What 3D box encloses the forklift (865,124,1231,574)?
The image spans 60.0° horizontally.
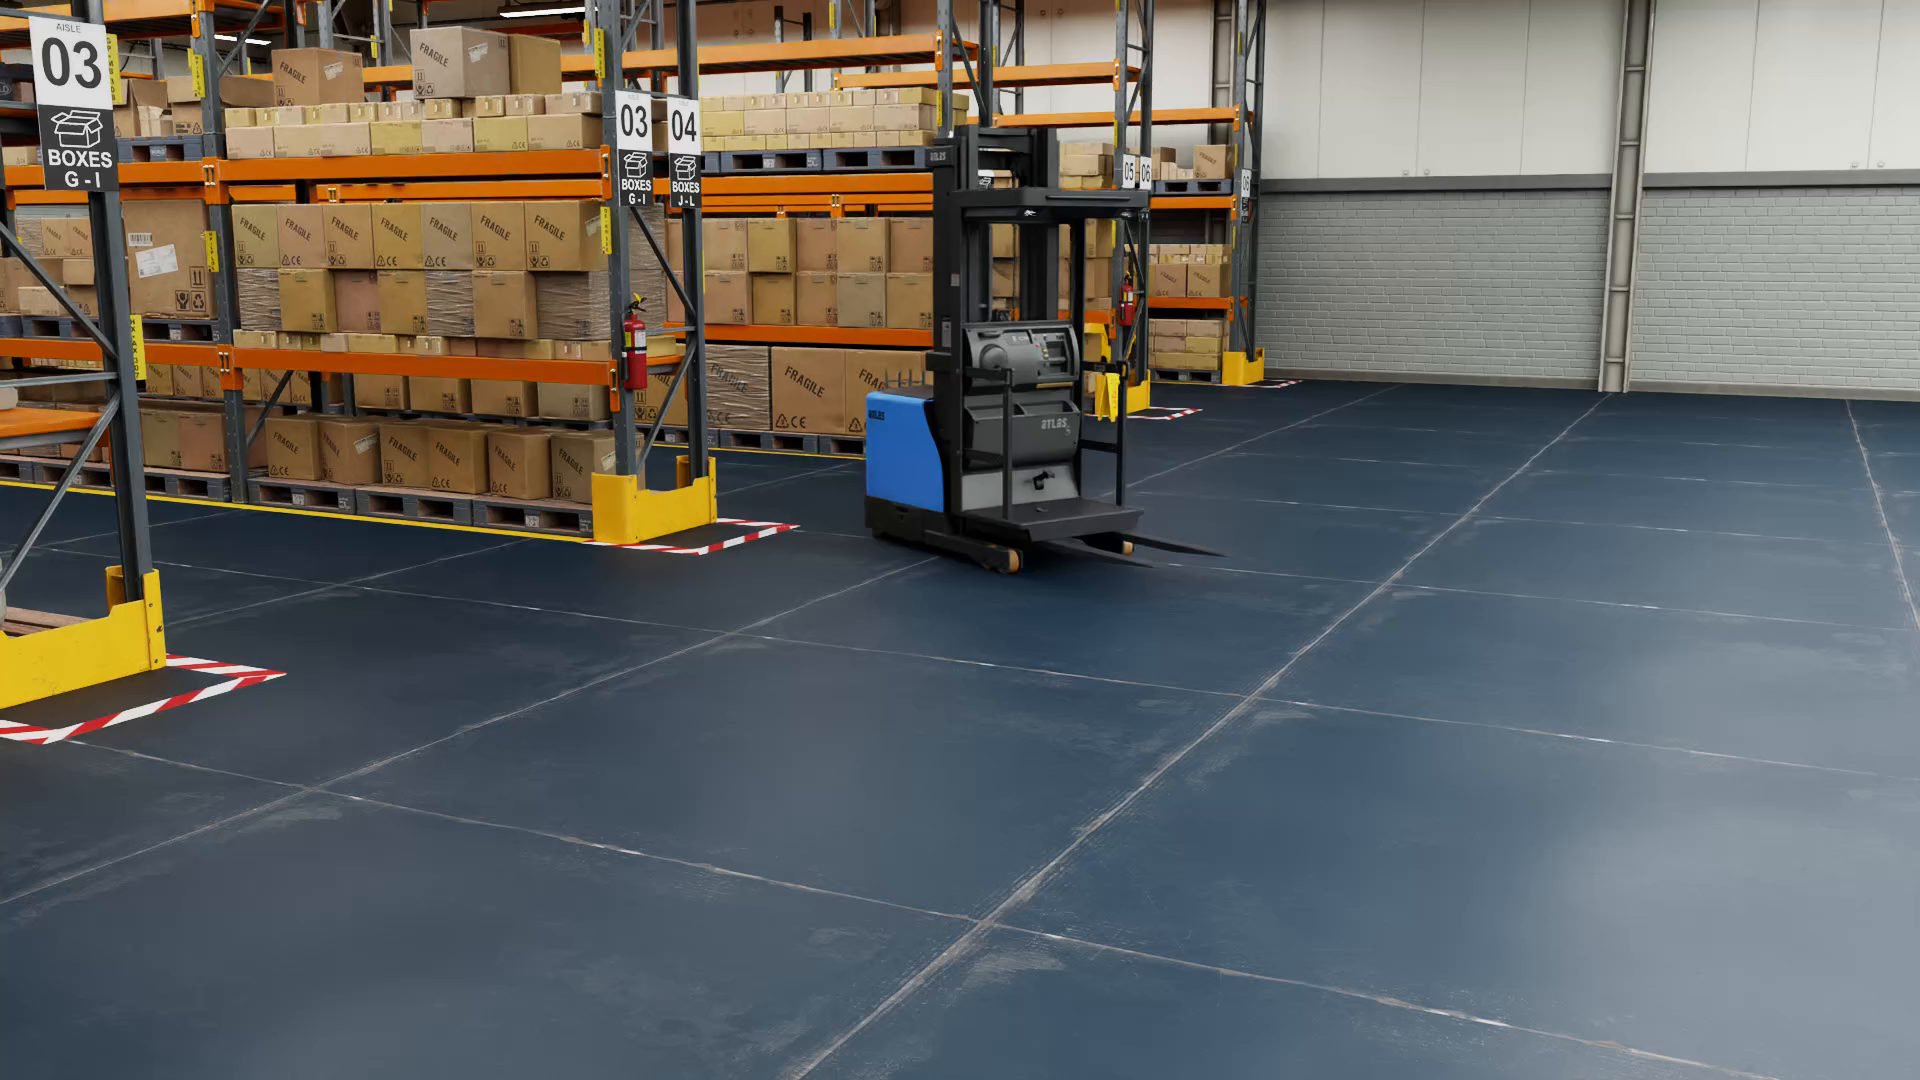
[{"bbox_3d":[0.558,-1.315,11.267,1.130,2.935,3.031,-7,13,-35],"label":"forklift"}]

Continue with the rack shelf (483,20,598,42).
[{"bbox_3d":[-8.205,-9.253,30.774,4.000,0.370,1.077,5,11,26],"label":"rack shelf"}]

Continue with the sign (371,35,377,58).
[{"bbox_3d":[-8.872,-7.471,25.177,0.005,0.325,0.100,5,11,26],"label":"sign"}]

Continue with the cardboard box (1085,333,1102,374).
[{"bbox_3d":[1.535,-2.455,21.809,0.500,0.500,0.500,5,11,24],"label":"cardboard box"}]

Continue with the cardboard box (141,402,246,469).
[{"bbox_3d":[-6.775,-0.934,14.753,0.500,0.500,0.700,5,11,25],"label":"cardboard box"}]

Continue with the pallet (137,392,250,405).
[{"bbox_3d":[-10.005,-1.837,21.786,1.213,0.211,1.003,5,11,26],"label":"pallet"}]

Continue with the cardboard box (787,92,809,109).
[{"bbox_3d":[-1.535,-4.398,16.690,0.250,0.149,0.380,5,11,25],"label":"cardboard box"}]

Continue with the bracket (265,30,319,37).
[{"bbox_3d":[-15.052,-10.453,34.609,5.218,0.066,0.076,5,11,26],"label":"bracket"}]

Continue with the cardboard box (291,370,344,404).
[{"bbox_3d":[-7.822,-1.942,20.375,0.500,0.500,0.500,5,11,26],"label":"cardboard box"}]

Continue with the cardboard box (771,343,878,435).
[{"bbox_3d":[-1.370,-1.597,17.421,0.875,0.875,0.875,5,11,25],"label":"cardboard box"}]

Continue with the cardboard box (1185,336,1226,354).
[{"bbox_3d":[3.775,-3.004,25.544,0.500,0.250,0.500,5,11,25],"label":"cardboard box"}]

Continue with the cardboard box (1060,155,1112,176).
[{"bbox_3d":[1.579,-4.669,20.767,0.500,0.250,0.500,5,11,25],"label":"cardboard box"}]

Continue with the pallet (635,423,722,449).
[{"bbox_3d":[-2.882,-1.195,18.240,1.213,0.211,1.003,5,11,26],"label":"pallet"}]

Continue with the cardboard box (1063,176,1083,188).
[{"bbox_3d":[1.476,-4.473,20.806,0.250,0.149,0.380,5,11,26],"label":"cardboard box"}]

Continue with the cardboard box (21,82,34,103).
[{"bbox_3d":[-8.187,-3.785,14.612,0.500,0.500,0.500,5,11,24],"label":"cardboard box"}]

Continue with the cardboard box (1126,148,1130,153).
[{"bbox_3d":[2.464,-5.843,25.922,0.637,0.503,0.797,5,12,28],"label":"cardboard box"}]

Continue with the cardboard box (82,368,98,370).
[{"bbox_3d":[-11.375,-2.214,22.029,0.250,0.149,0.380,4,11,23],"label":"cardboard box"}]

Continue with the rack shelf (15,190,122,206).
[{"bbox_3d":[-12.497,-4.550,22.543,4.000,0.370,1.077,5,11,26],"label":"rack shelf"}]

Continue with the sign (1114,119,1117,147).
[{"bbox_3d":[1.894,-4.948,20.236,0.005,0.325,0.100,5,11,26],"label":"sign"}]

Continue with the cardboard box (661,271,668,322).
[{"bbox_3d":[-3.193,-2.686,18.229,0.550,0.550,0.875,5,11,26],"label":"cardboard box"}]

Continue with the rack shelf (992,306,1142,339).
[{"bbox_3d":[0.364,-2.927,21.998,4.000,0.370,1.077,5,11,26],"label":"rack shelf"}]

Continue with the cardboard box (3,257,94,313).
[{"bbox_3d":[-8.355,-2.362,15.400,0.500,0.500,0.700,7,12,34],"label":"cardboard box"}]

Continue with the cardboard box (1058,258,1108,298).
[{"bbox_3d":[1.549,-3.317,21.021,0.500,0.500,0.500,5,11,25],"label":"cardboard box"}]

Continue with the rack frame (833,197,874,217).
[{"bbox_3d":[-1.430,-3.438,22.804,0.127,3.000,1.000,5,11,26],"label":"rack frame"}]

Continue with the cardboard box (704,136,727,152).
[{"bbox_3d":[-2.440,-4.085,17.201,0.250,0.149,0.380,5,11,25],"label":"cardboard box"}]

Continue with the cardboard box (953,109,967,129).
[{"bbox_3d":[-0.261,-4.208,16.761,0.500,0.250,0.500,5,11,26],"label":"cardboard box"}]

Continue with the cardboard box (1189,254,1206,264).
[{"bbox_3d":[3.673,-4.282,25.367,0.250,0.149,0.380,5,12,27],"label":"cardboard box"}]

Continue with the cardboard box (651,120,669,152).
[{"bbox_3d":[-2.545,-3.022,12.502,0.500,0.250,0.500,5,12,28],"label":"cardboard box"}]

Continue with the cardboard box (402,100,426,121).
[{"bbox_3d":[-4.003,-3.243,12.607,0.250,0.149,0.380,4,11,23],"label":"cardboard box"}]

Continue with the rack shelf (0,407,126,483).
[{"bbox_3d":[-6.213,-0.553,8.882,4.000,0.370,1.077,5,11,26],"label":"rack shelf"}]

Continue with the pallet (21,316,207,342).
[{"bbox_3d":[-7.608,-1.927,14.992,1.213,0.211,1.003,5,11,26],"label":"pallet"}]

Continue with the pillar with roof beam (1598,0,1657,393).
[{"bbox_3d":[7.601,-5.906,19.597,0.400,9.000,9.100,5,11,26],"label":"pillar with roof beam"}]

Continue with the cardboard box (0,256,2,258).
[{"bbox_3d":[-12.626,-3.583,22.491,0.500,0.500,0.500,5,11,24],"label":"cardboard box"}]

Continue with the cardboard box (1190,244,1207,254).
[{"bbox_3d":[3.701,-4.440,25.401,0.250,0.149,0.380,5,11,26],"label":"cardboard box"}]

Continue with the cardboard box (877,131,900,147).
[{"bbox_3d":[-0.616,-3.925,16.316,0.250,0.149,0.380,5,11,26],"label":"cardboard box"}]

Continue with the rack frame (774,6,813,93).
[{"bbox_3d":[-2.824,-7.498,28.393,0.127,3.000,1.000,5,11,26],"label":"rack frame"}]

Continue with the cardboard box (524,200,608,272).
[{"bbox_3d":[-2.830,-2.232,12.215,0.500,0.500,0.500,5,11,26],"label":"cardboard box"}]

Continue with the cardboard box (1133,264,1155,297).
[{"bbox_3d":[2.872,-4.045,25.875,0.500,0.500,0.500,5,11,25],"label":"cardboard box"}]

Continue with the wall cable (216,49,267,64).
[{"bbox_3d":[-14.493,-11.515,34.968,0.133,3.039,2.988,5,11,26],"label":"wall cable"}]

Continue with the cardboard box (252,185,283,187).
[{"bbox_3d":[-8.195,-4.522,20.088,0.500,0.500,0.500,5,11,26],"label":"cardboard box"}]

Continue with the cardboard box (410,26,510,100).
[{"bbox_3d":[-3.729,-3.540,12.422,0.500,0.500,0.500,5,11,26],"label":"cardboard box"}]

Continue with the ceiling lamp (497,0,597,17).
[{"bbox_3d":[-6.632,-10.269,27.311,2.000,3.185,0.800,5,11,26],"label":"ceiling lamp"}]

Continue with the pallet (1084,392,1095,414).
[{"bbox_3d":[1.376,-1.826,21.729,1.213,0.211,1.003,5,11,26],"label":"pallet"}]

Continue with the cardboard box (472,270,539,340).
[{"bbox_3d":[-3.210,-1.804,12.658,0.500,0.500,0.875,5,11,26],"label":"cardboard box"}]

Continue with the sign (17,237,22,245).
[{"bbox_3d":[-9.170,-2.789,16.188,0.005,0.325,0.100,5,11,26],"label":"sign"}]

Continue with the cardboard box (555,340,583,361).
[{"bbox_3d":[-2.798,-1.426,12.391,0.250,0.149,0.380,5,11,26],"label":"cardboard box"}]

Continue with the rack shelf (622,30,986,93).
[{"bbox_3d":[-1.736,-4.883,17.087,4.000,0.370,1.077,5,11,26],"label":"rack shelf"}]

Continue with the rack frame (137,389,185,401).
[{"bbox_3d":[-10.704,-3.270,21.875,0.127,3.000,1.000,5,11,26],"label":"rack frame"}]

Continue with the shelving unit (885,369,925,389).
[{"bbox_3d":[-0.416,-0.692,12.686,0.258,1.200,0.189,-7,13,-35],"label":"shelving unit"}]

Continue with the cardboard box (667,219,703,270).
[{"bbox_3d":[-2.669,-3.185,17.955,0.550,0.550,0.875,5,11,26],"label":"cardboard box"}]

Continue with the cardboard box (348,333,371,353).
[{"bbox_3d":[-4.623,-1.572,13.200,0.250,0.149,0.380,5,11,26],"label":"cardboard box"}]

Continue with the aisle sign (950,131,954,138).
[{"bbox_3d":[-0.011,-3.550,16.123,0.004,0.787,0.394,5,11,26],"label":"aisle sign"}]
